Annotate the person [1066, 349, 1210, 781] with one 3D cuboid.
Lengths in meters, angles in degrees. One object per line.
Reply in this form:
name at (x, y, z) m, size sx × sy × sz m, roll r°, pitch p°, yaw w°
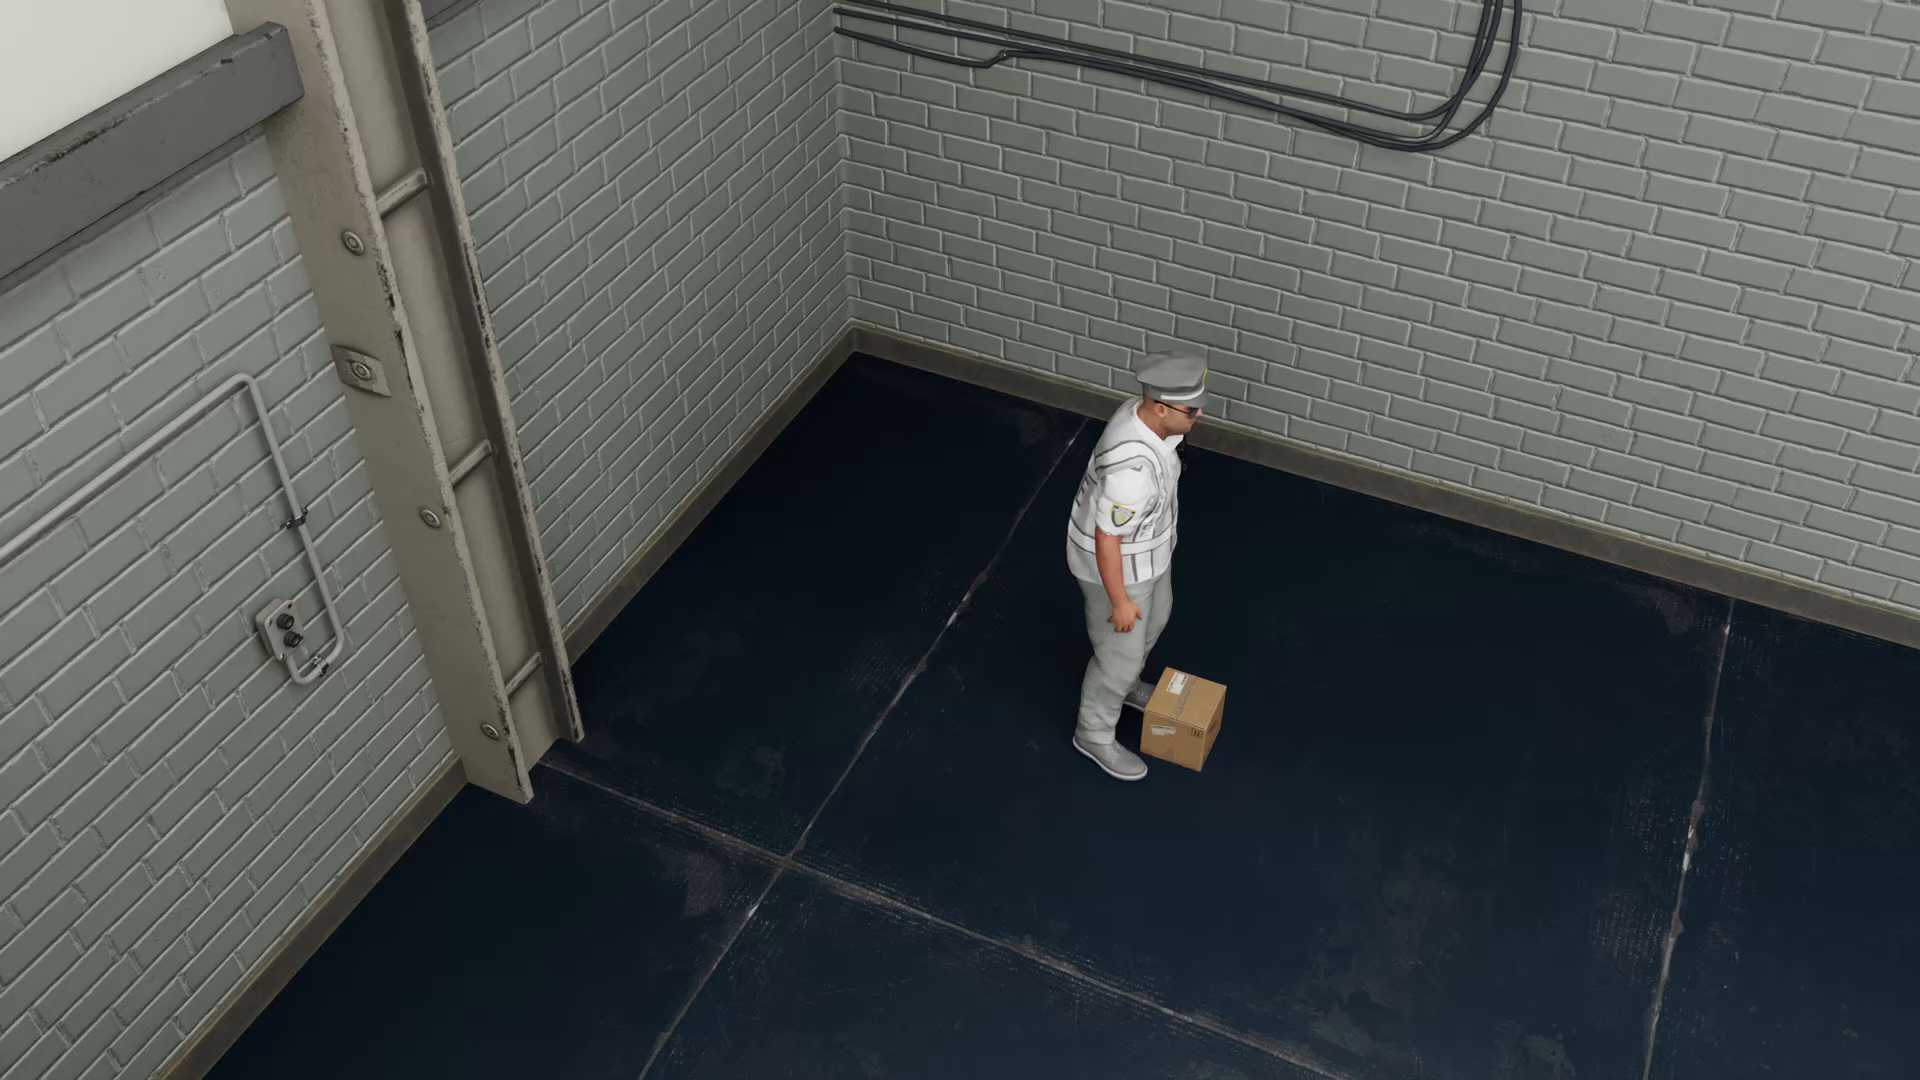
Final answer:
person at (0.623, 0.064, 6.084) m, size 0.442 × 1.745 × 0.606 m, roll 15°, pitch 44°, yaw 16°
